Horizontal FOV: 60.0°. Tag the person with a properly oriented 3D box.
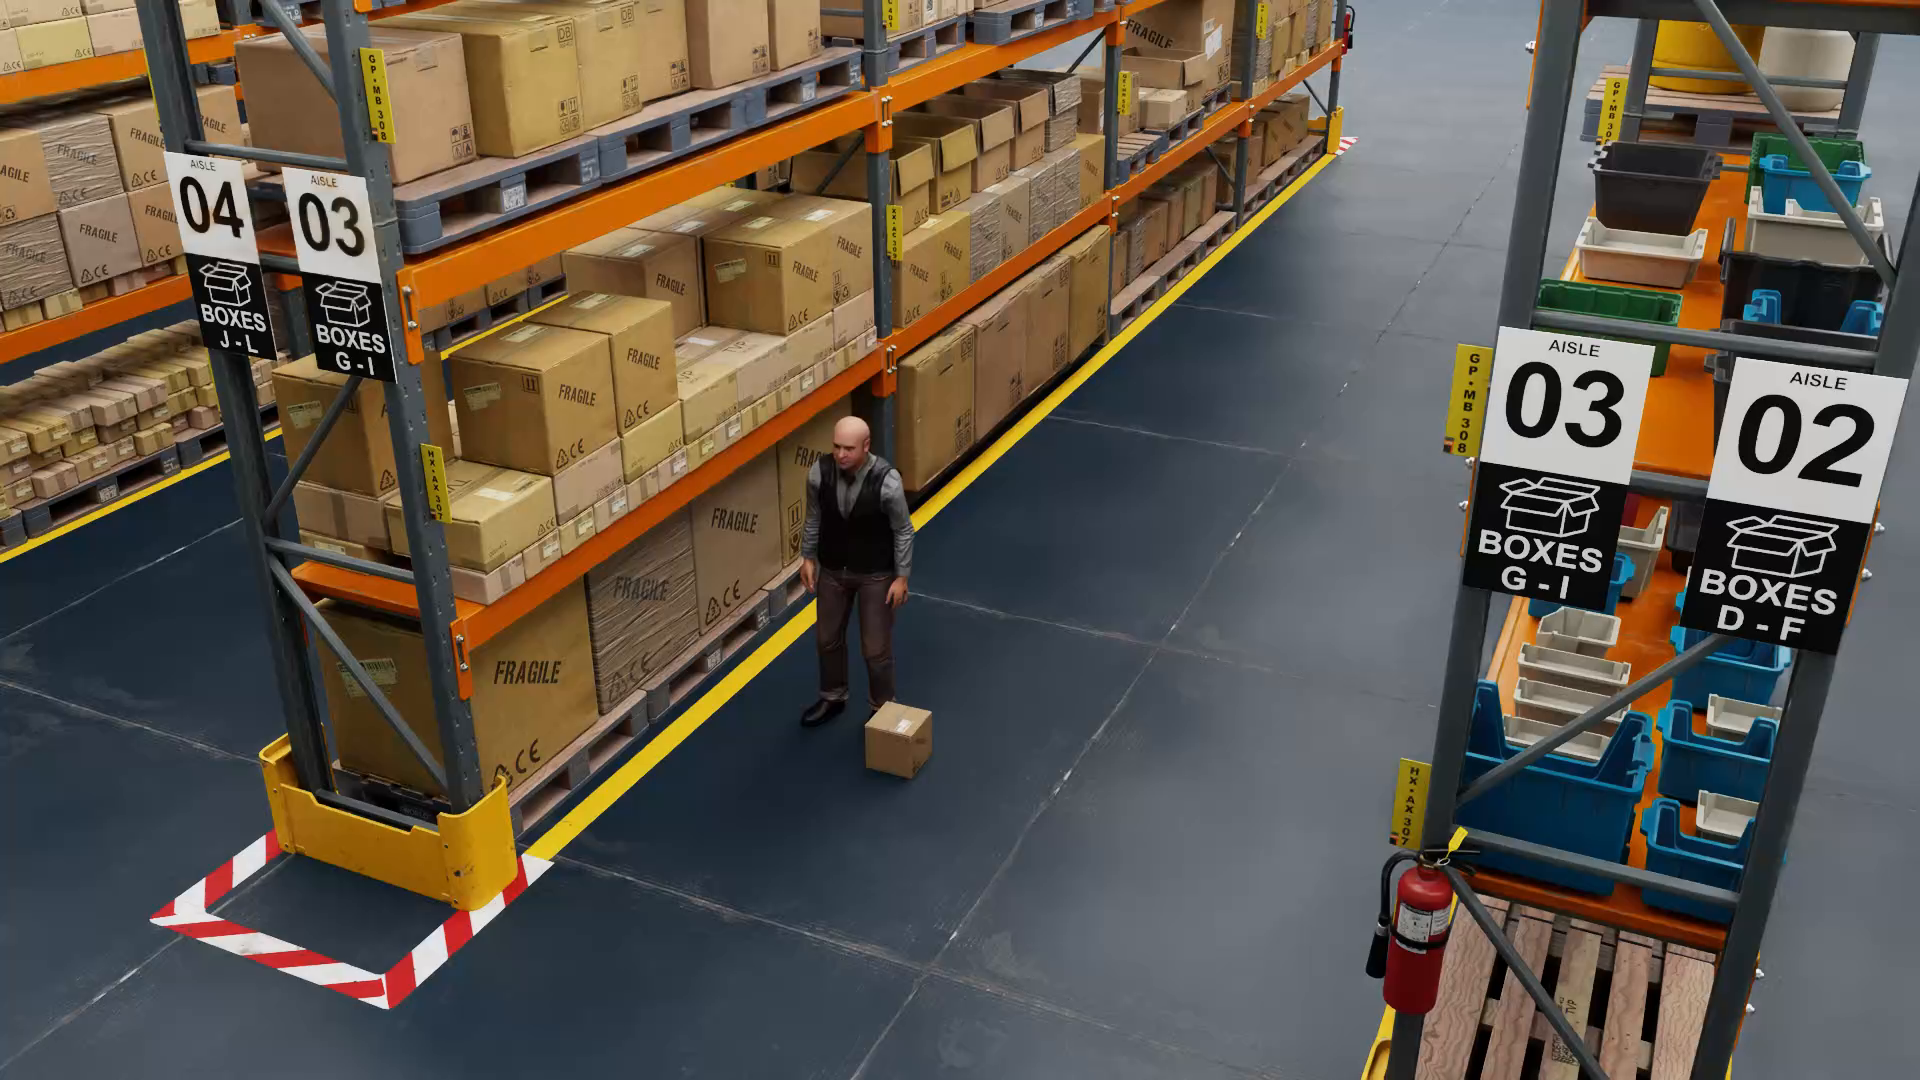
[{"bbox_3d":[-0.504,0.205,8.334,0.589,1.620,0.411,10,28,20],"label":"person"}]
